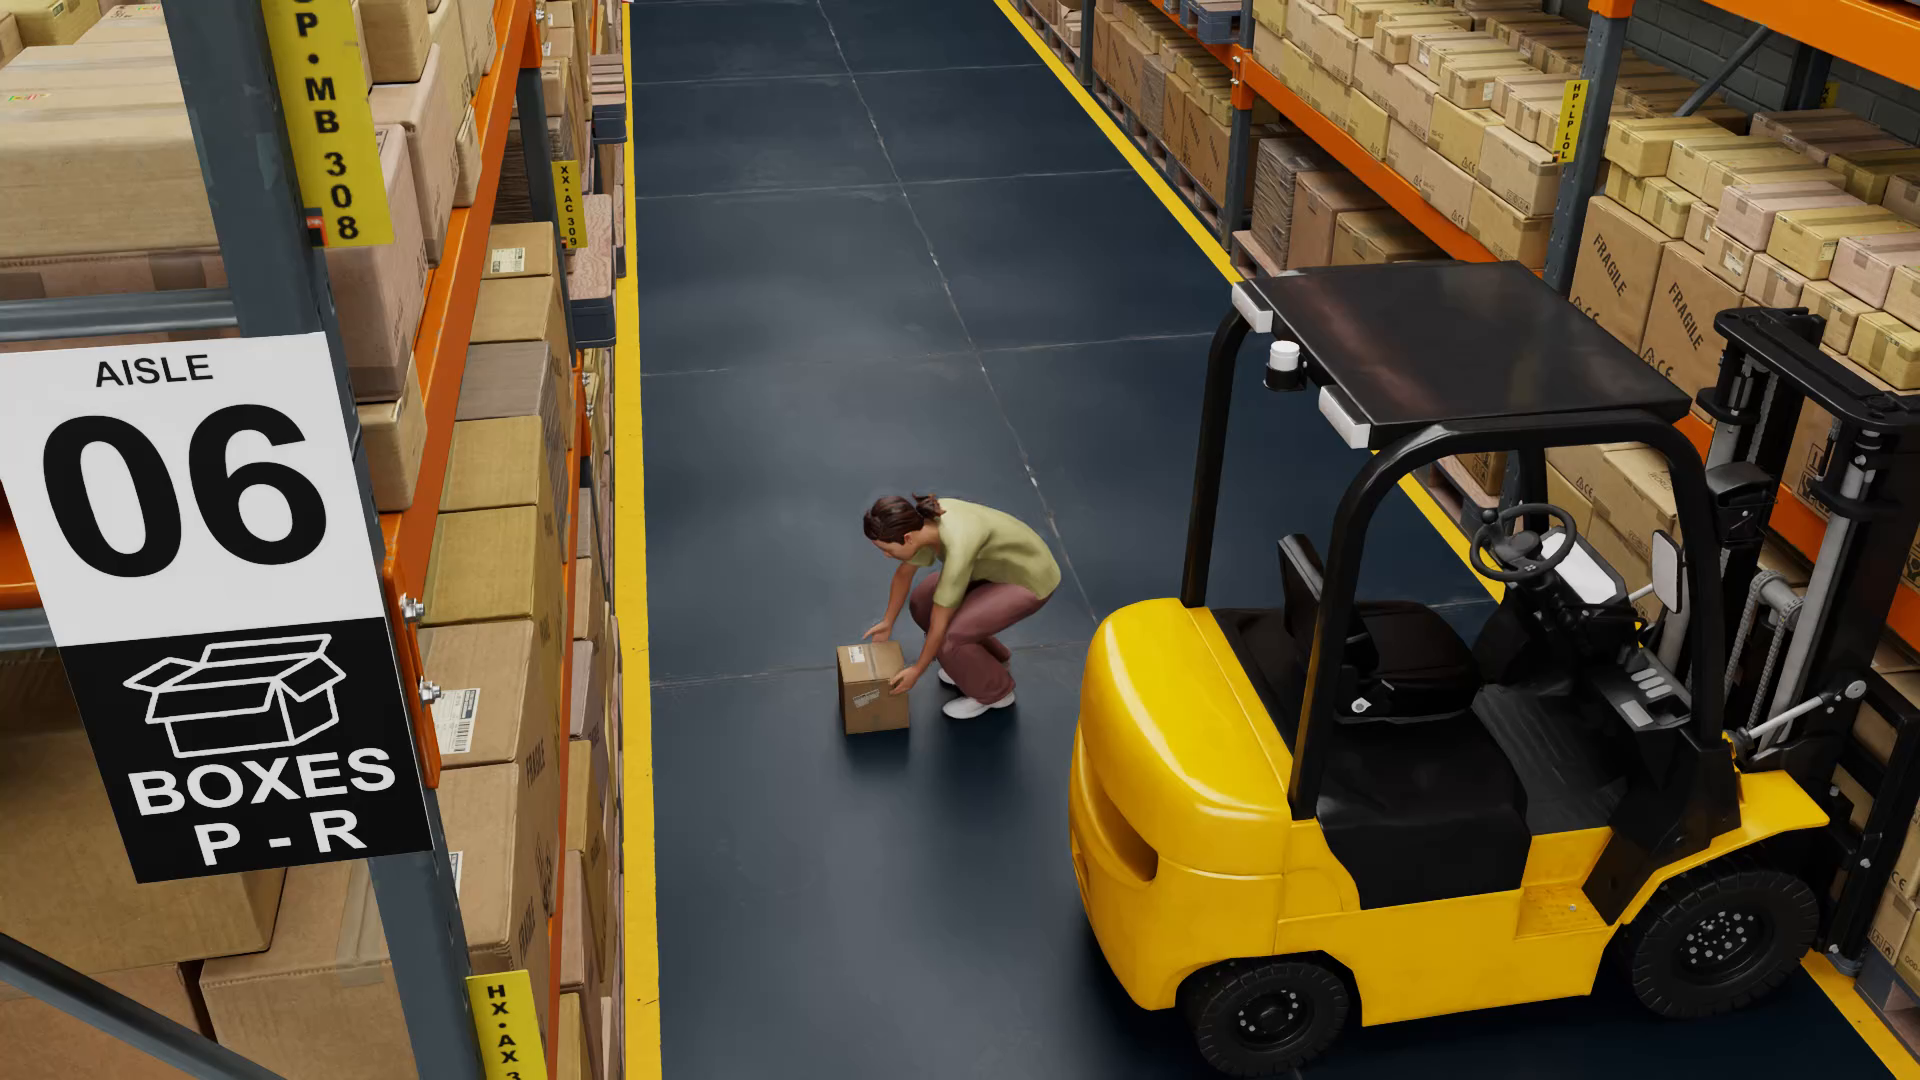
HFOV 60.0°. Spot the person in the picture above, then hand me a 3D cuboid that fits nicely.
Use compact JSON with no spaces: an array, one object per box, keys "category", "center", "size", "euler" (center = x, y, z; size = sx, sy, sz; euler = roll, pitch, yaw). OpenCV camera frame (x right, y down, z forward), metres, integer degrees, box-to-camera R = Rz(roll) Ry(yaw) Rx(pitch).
[{"category":"person","center":[0.010,0.217,6.433],"size":[0.782,0.998,0.494],"euler":[-10,32,-16]}]
